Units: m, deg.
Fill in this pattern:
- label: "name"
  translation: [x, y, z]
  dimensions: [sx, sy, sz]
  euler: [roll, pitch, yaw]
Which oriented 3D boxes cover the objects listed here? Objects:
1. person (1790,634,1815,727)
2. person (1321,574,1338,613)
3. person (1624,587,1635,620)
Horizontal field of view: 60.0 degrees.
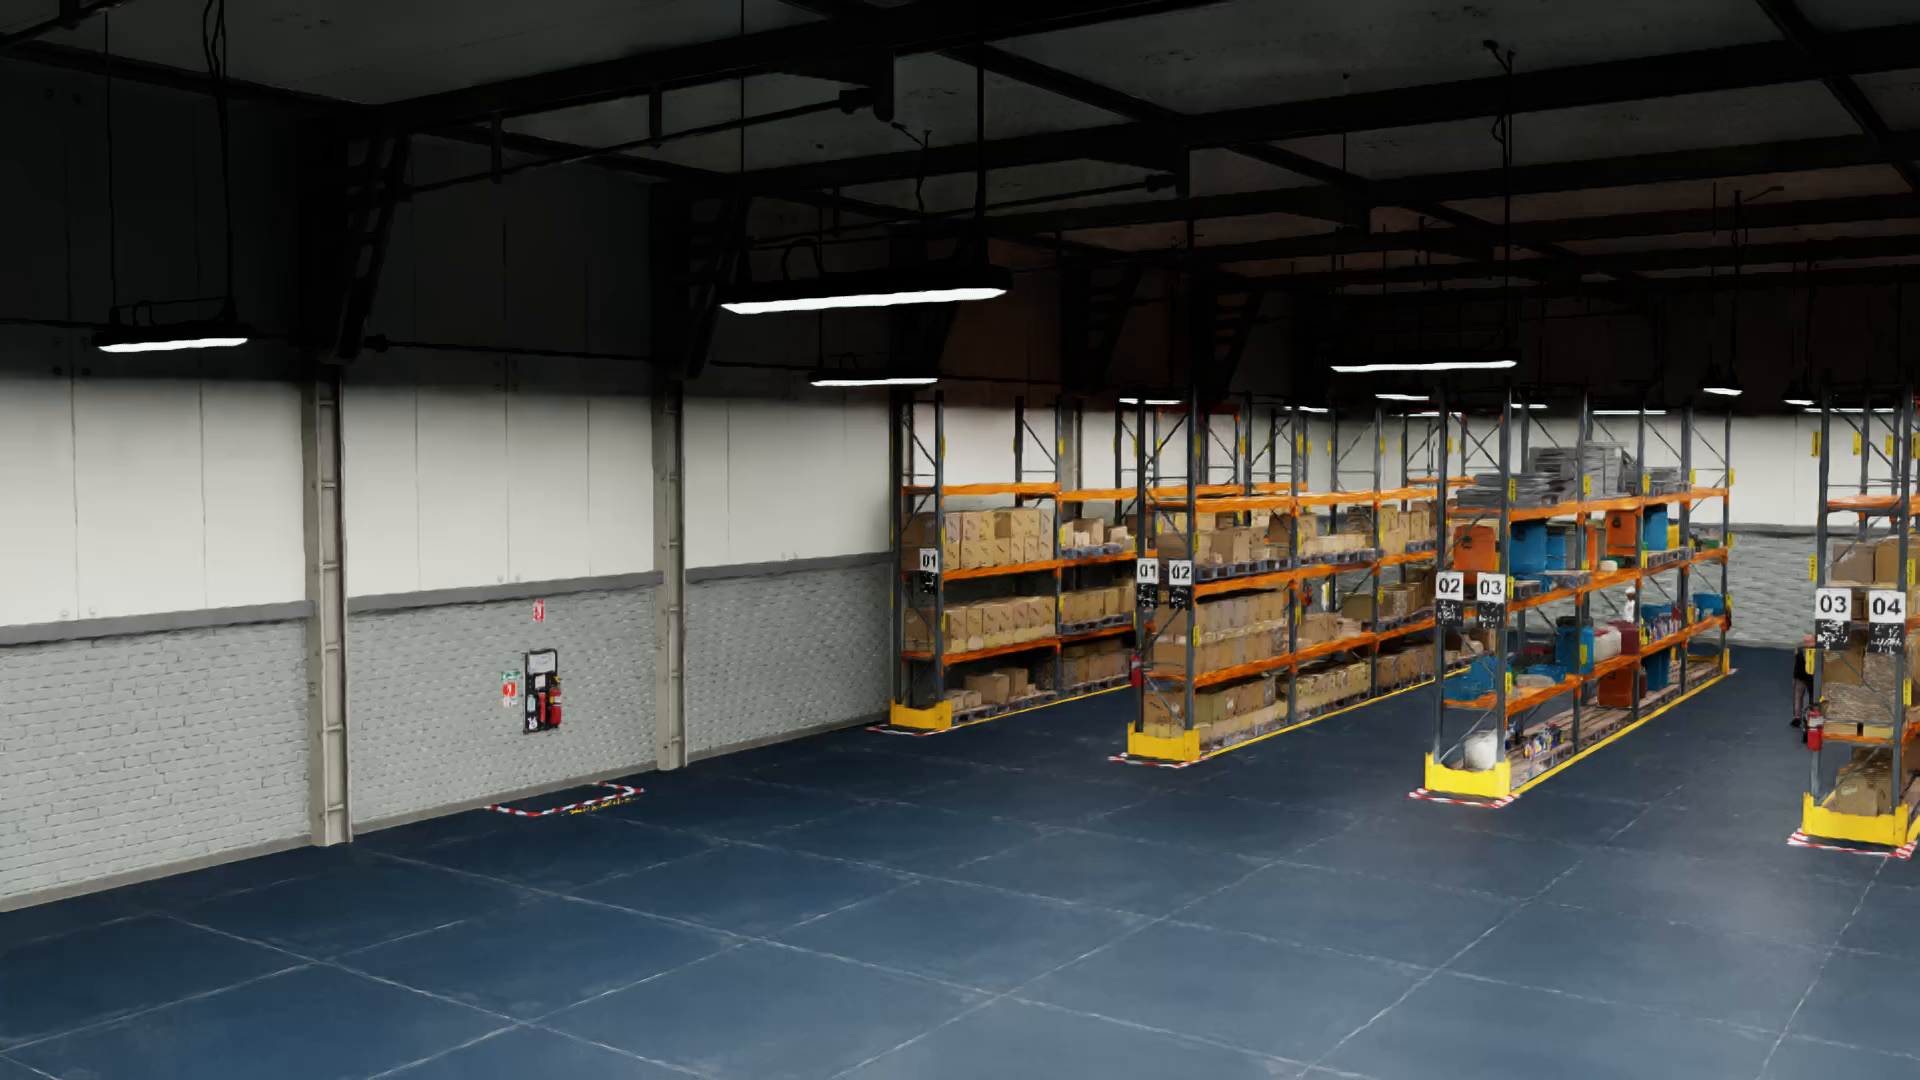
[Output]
- label: "person"
  translation: [15.177, 2.493, 29.760]
  dimensions: [0.530, 1.649, 1.119]
  euler: [2, 4, 33]
- label: "person"
  translation: [9.767, 1.694, 43.763]
  dimensions: [0.682, 1.670, 0.554]
  euler: [-1, 3, -17]
- label: "person"
  translation: [15.557, 1.970, 38.370]
  dimensions: [0.469, 1.764, 0.748]
  euler: [1, 3, 10]
